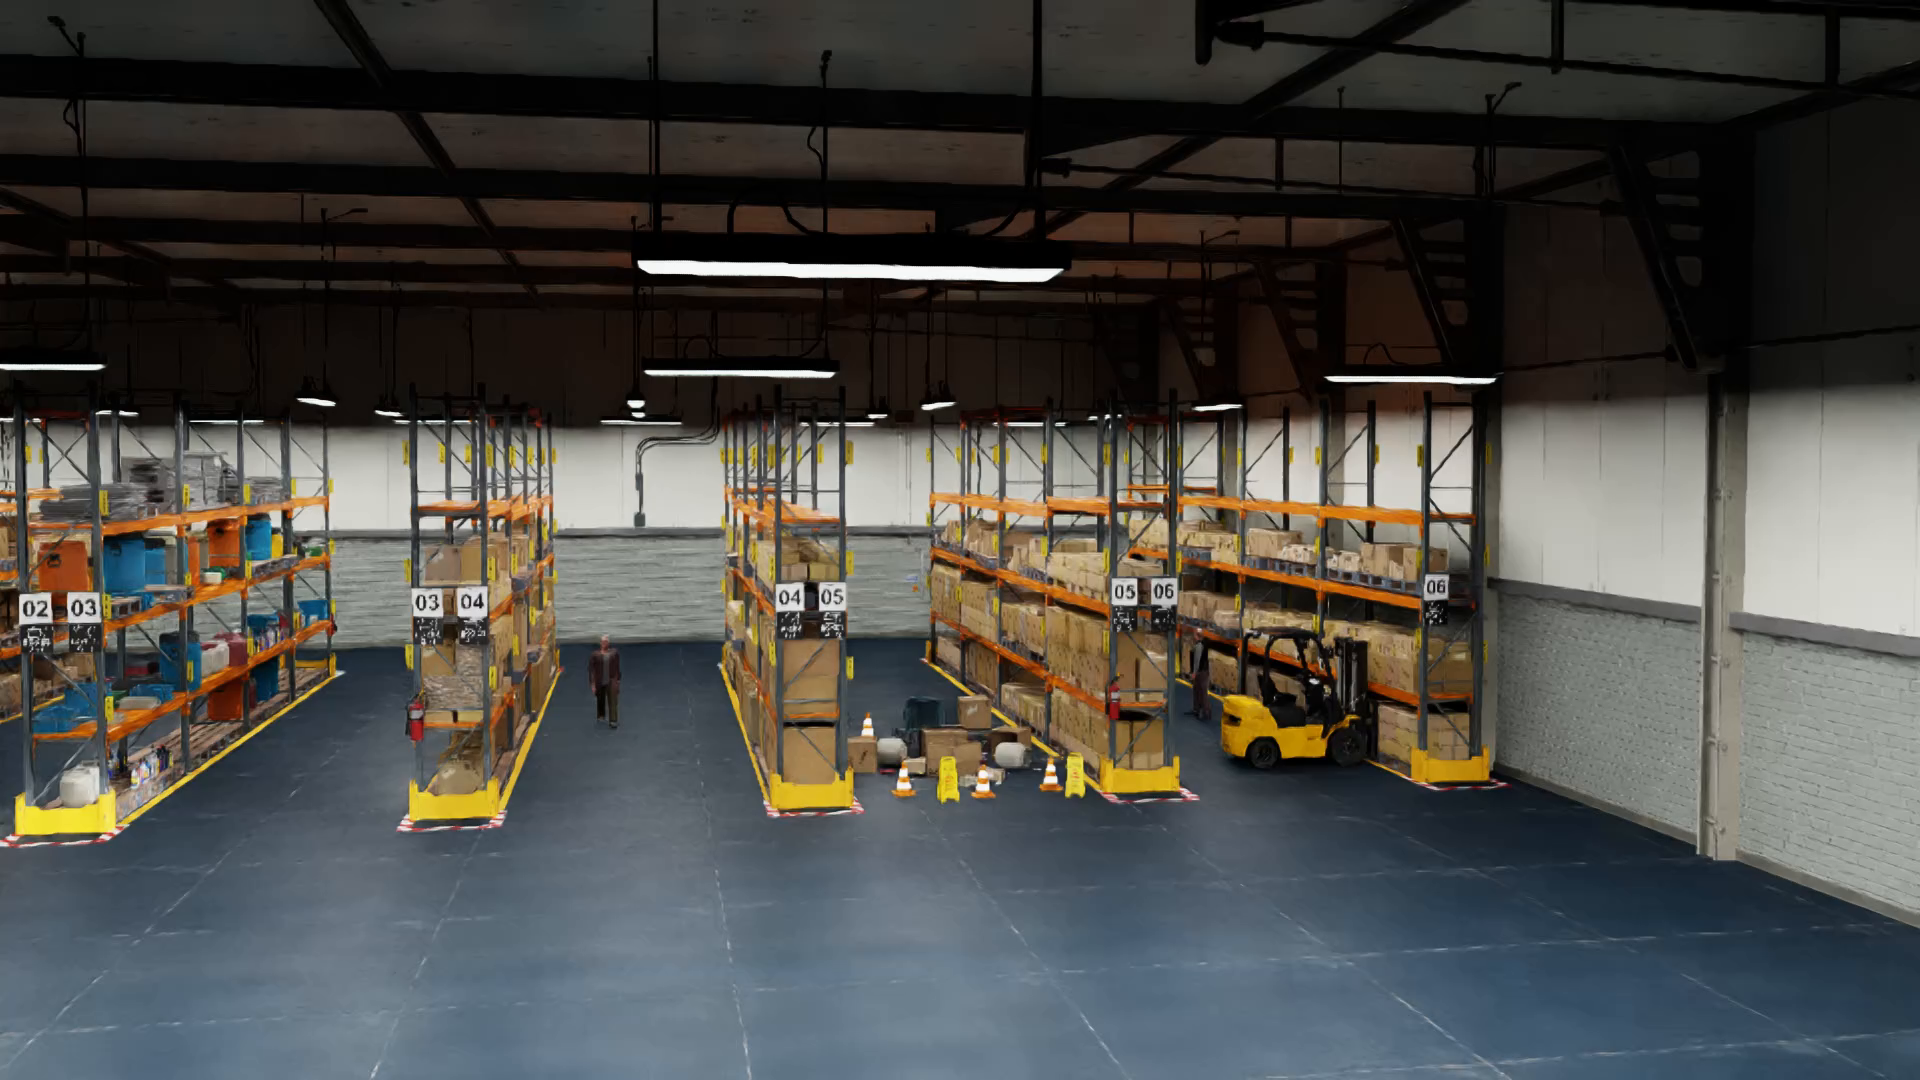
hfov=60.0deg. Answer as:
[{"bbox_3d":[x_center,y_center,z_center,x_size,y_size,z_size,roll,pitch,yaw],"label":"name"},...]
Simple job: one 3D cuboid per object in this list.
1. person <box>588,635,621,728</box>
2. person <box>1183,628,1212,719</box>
[{"bbox_3d":[-6.531,2.584,30.585,0.598,1.699,1.197,-1,3,-13],"label":"person"},{"bbox_3d":[4.531,2.523,31.684,0.575,1.718,0.634,1,3,16],"label":"person"}]
